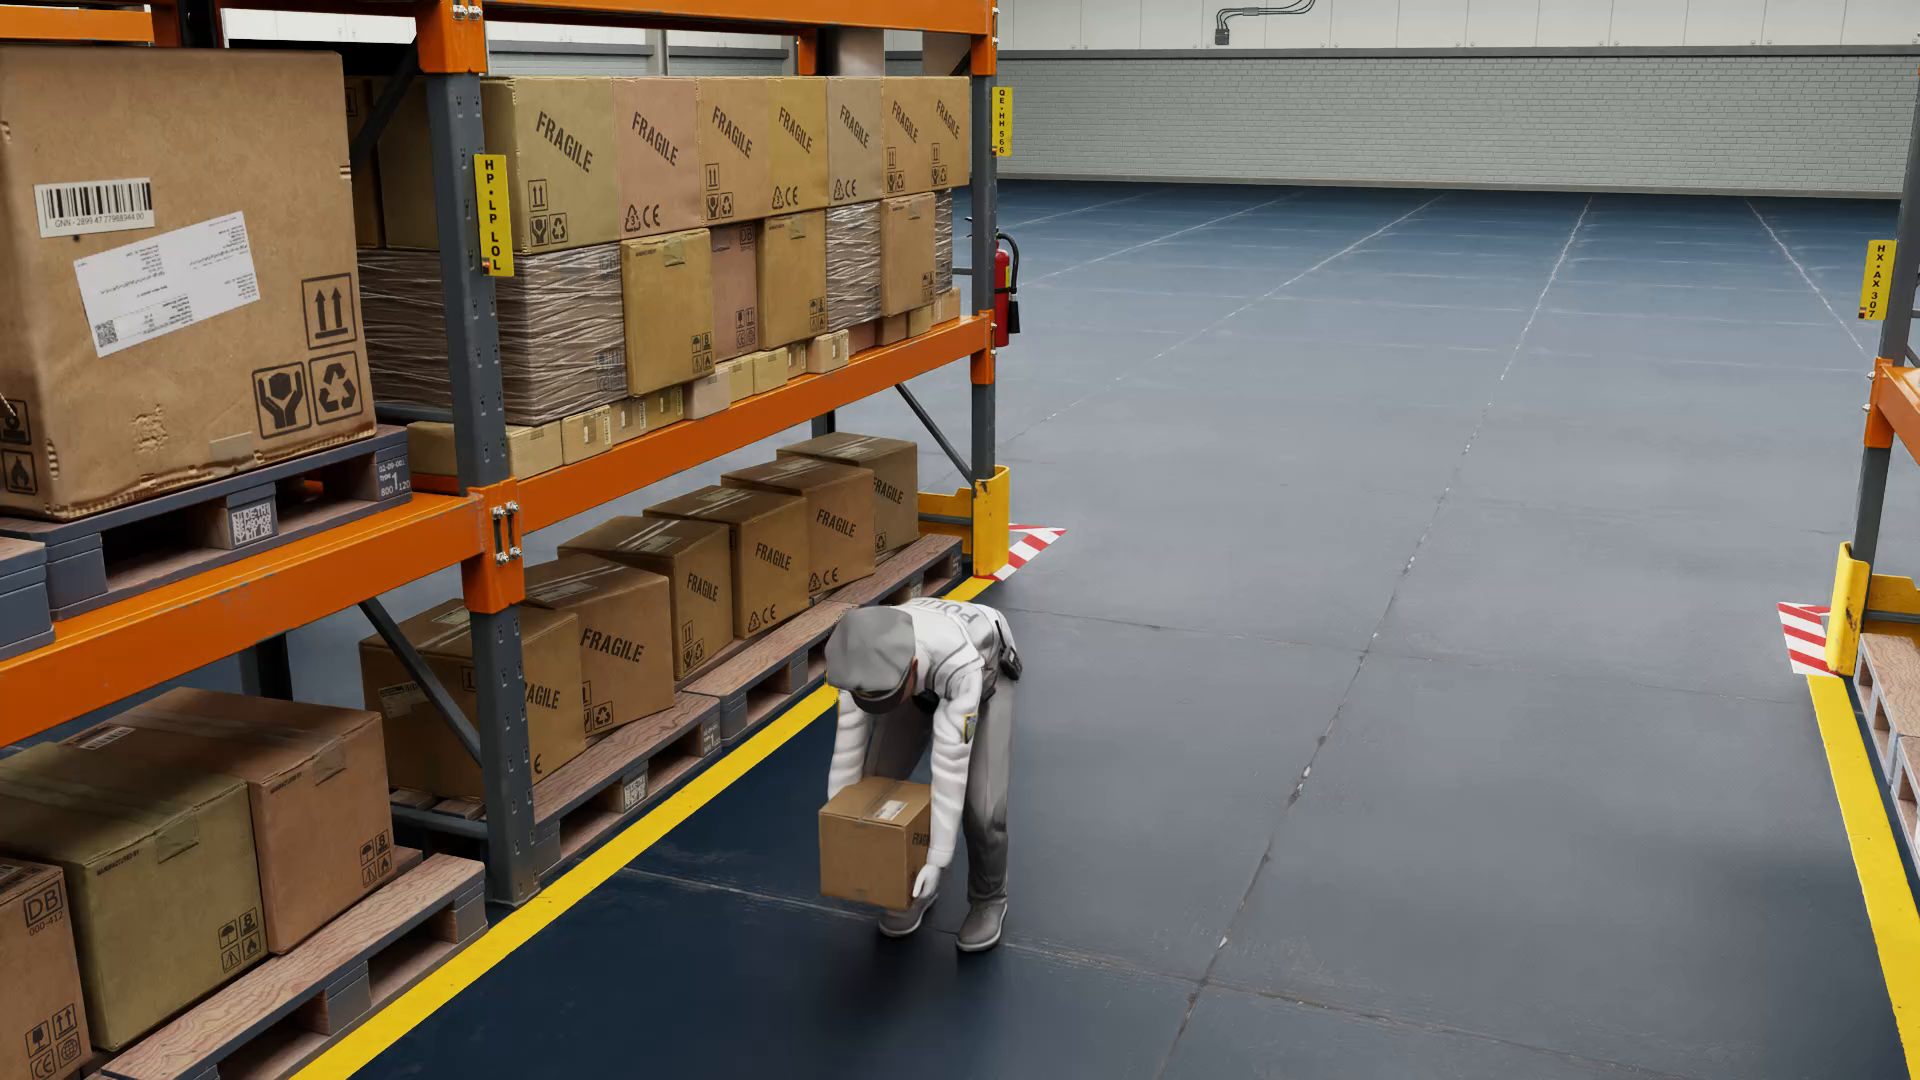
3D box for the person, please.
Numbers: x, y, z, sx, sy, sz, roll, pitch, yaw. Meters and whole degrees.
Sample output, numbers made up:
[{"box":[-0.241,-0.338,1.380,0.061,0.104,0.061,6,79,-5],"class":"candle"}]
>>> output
[{"box":[-0.110,0.650,4.655,0.441,1.148,0.915,5,16,18],"class":"person"}]
